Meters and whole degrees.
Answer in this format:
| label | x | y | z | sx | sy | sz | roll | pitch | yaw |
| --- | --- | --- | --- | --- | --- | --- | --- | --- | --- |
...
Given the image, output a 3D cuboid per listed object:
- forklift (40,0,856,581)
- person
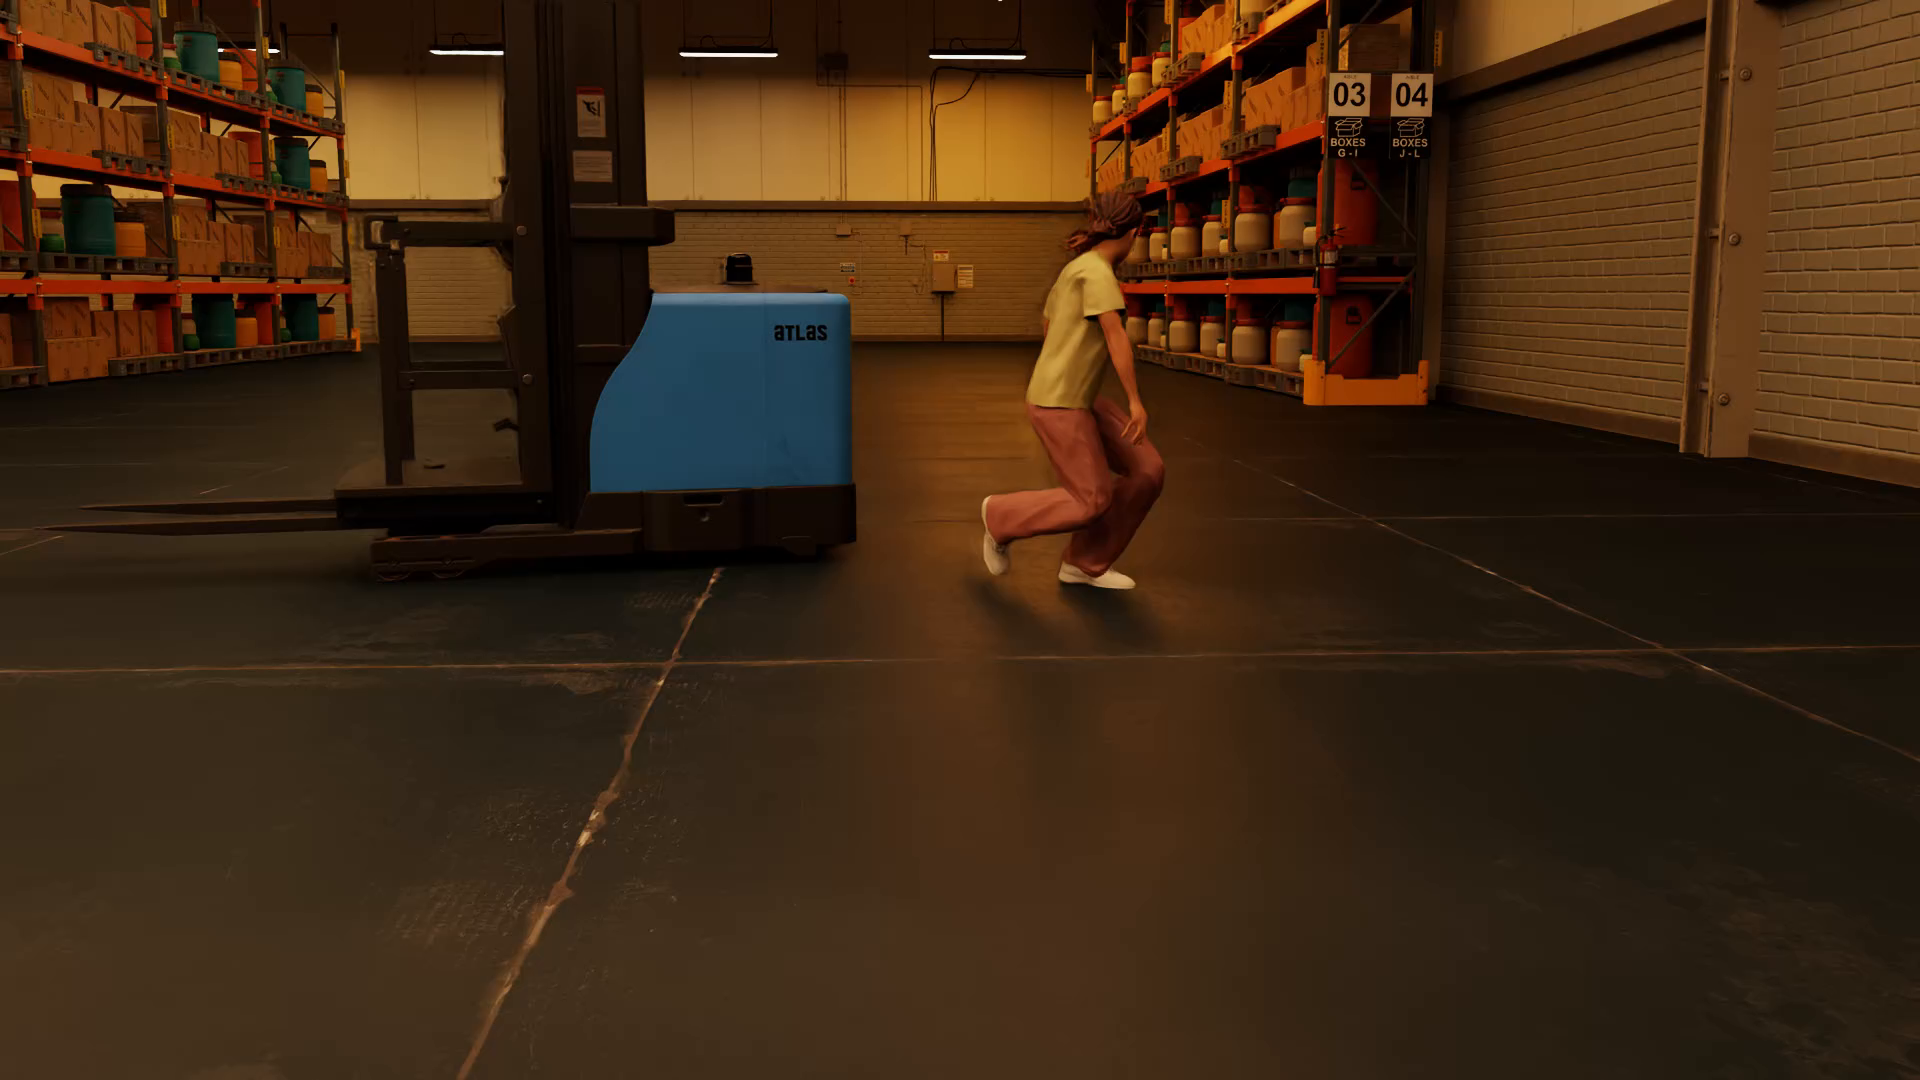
| label | x | y | z | sx | sy | sz | roll | pitch | yaw |
| --- | --- | --- | --- | --- | --- | --- | --- | --- | --- |
| forklift | -2.000 | -1.380 | 6.622 | 3.031 | 2.935 | 1.130 | -2 | 9 | -15 |
| person | 0.419 | -0.547 | 6.139 | 0.692 | 1.465 | 0.609 | 2 | 9 | 15 |
